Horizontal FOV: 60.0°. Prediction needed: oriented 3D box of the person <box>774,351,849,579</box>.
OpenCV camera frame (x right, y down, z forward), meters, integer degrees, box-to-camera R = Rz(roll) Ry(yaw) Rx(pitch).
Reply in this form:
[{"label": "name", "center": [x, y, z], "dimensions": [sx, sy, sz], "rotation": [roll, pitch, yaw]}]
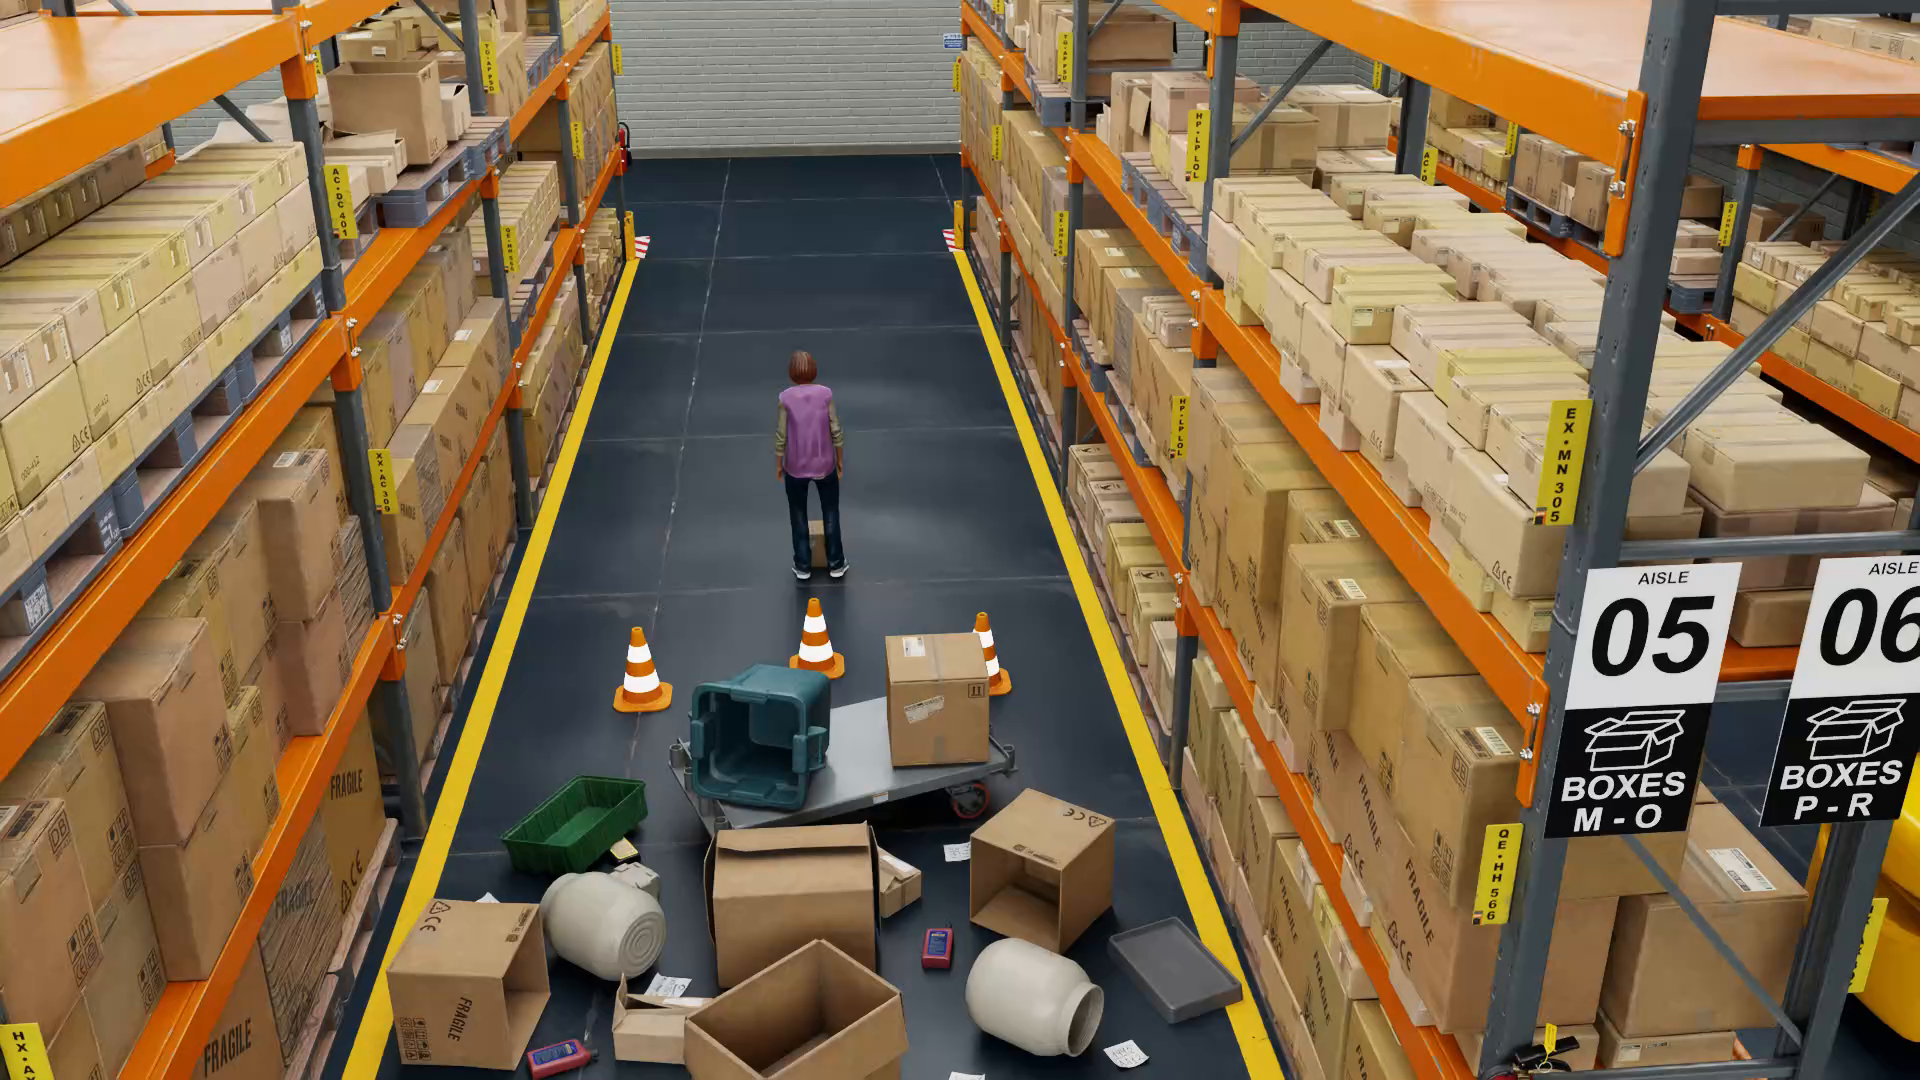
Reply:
[{"label": "person", "center": [-1.005, -0.488, 11.209], "dimensions": [0.482, 1.591, 0.347], "rotation": [-4, 24, -8]}]
